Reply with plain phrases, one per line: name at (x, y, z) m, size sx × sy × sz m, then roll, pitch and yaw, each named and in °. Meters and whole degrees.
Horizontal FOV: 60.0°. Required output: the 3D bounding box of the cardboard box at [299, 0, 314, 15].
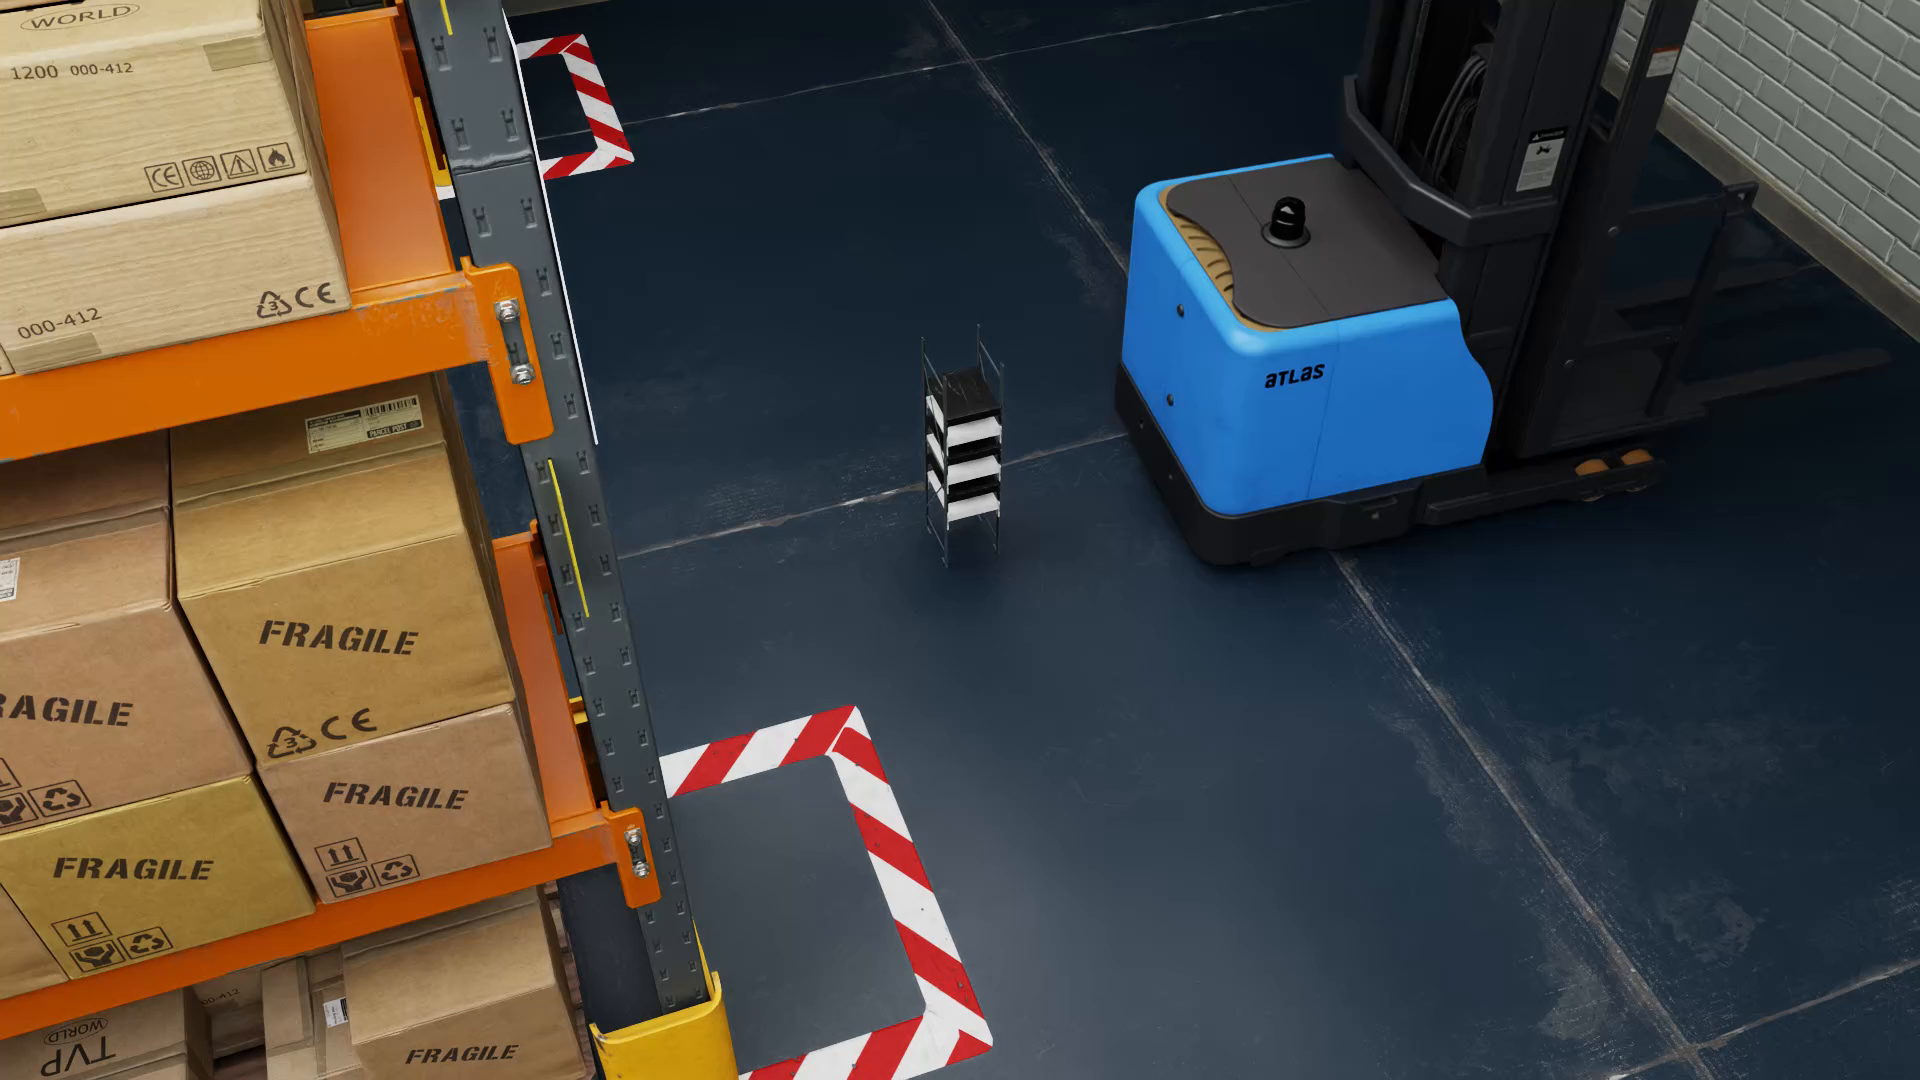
cardboard box at (-3.156, -2.576, 7.710) m, size 0.250 × 0.149 × 0.380 m, roll -14°, pitch 47°, yaw -14°

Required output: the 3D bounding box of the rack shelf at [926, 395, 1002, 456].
rack shelf at (0.008, -0.423, 5.829) m, size 0.200 × 0.077 × 0.258 m, roll -14°, pitch 47°, yaw -14°

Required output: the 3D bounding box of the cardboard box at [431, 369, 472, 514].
cardboard box at (-1.403, -0.311, 3.665) m, size 0.500 × 0.500 × 0.500 m, roll -13°, pitch 47°, yaw -13°

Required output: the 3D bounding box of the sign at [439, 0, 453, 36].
sign at (-0.726, -0.850, 2.237) m, size 0.005 × 0.325 × 0.100 m, roll -14°, pitch 47°, yaw -14°

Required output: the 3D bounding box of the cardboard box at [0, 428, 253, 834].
cardboard box at (-1.696, 0.171, 3.186) m, size 0.500 × 0.500 × 0.500 m, roll -13°, pitch 47°, yaw -13°

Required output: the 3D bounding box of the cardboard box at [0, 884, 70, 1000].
cardboard box at (-2.183, 0.644, 3.420) m, size 0.500 × 0.500 × 0.500 m, roll -14°, pitch 47°, yaw -14°

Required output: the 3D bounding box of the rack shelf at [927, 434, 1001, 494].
rack shelf at (0.008, -0.296, 5.957) m, size 0.200 × 0.077 × 0.258 m, roll -14°, pitch 47°, yaw -14°

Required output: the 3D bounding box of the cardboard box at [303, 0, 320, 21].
cardboard box at (-3.206, -2.184, 7.777) m, size 0.500 × 0.500 × 0.700 m, roll -14°, pitch 47°, yaw -14°

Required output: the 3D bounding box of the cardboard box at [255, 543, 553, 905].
cardboard box at (-1.225, 0.400, 3.663) m, size 0.500 × 0.500 × 0.500 m, roll -13°, pitch 47°, yaw -13°

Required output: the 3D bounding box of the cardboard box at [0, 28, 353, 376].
cardboard box at (-1.290, -0.560, 2.679) m, size 0.500 × 0.250 × 0.500 m, roll -14°, pitch 47°, yaw -14°

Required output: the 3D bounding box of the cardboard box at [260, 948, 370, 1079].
cardboard box at (-1.735, 1.324, 4.503) m, size 0.250 × 0.166 × 0.380 m, roll -14°, pitch 47°, yaw -14°

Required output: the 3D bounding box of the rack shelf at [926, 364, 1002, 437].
rack shelf at (0.008, -0.487, 5.766) m, size 0.200 × 0.077 × 0.258 m, roll -14°, pitch 47°, yaw -14°

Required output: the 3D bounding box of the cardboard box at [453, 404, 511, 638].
cardboard box at (-1.403, 0.042, 4.019) m, size 0.500 × 0.500 × 0.500 m, roll -13°, pitch 47°, yaw -13°

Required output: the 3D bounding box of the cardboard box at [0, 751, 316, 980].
cardboard box at (-1.712, 0.527, 3.536) m, size 0.500 × 0.500 × 0.500 m, roll -14°, pitch 47°, yaw -14°

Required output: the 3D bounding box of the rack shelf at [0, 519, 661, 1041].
rack shelf at (-2.777, 0.882, 3.762) m, size 4.000 × 0.370 × 1.077 m, roll -14°, pitch 47°, yaw -14°

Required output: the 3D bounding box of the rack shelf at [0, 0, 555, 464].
rack shelf at (-2.777, -0.177, 2.699) m, size 4.000 × 0.370 × 1.077 m, roll -14°, pitch 47°, yaw -14°

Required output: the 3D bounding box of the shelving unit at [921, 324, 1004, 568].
shelving unit at (0.008, -0.320, 5.933) m, size 0.210 × 0.900 × 0.258 m, roll -14°, pitch 47°, yaw -14°

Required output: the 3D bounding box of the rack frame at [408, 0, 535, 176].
rack frame at (-0.896, -1.971, 1.861) m, size 0.127 × 3.000 × 1.000 m, roll -14°, pitch 47°, yaw -14°

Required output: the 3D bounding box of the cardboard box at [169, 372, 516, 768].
cardboard box at (-1.221, 0.049, 3.307) m, size 0.500 × 0.500 × 0.500 m, roll -15°, pitch 47°, yaw -14°

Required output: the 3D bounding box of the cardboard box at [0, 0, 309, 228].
cardboard box at (-1.293, -0.742, 2.507) m, size 0.500 × 0.250 × 0.500 m, roll -14°, pitch 47°, yaw -14°

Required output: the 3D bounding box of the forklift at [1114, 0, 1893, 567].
forklift at (2.195, -1.531, 5.707) m, size 3.031 × 2.935 × 1.130 m, roll -12°, pitch 46°, yaw -11°

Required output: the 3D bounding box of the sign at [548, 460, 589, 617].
sign at (-0.726, 0.001, 3.091) m, size 0.005 × 0.325 × 0.100 m, roll -14°, pitch 47°, yaw -14°

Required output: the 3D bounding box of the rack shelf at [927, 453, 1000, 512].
rack shelf at (0.008, -0.233, 6.021) m, size 0.200 × 0.077 × 0.258 m, roll -14°, pitch 47°, yaw -14°

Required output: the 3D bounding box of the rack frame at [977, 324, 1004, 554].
rack frame at (0.103, -0.344, 5.958) m, size 0.006 × 0.900 × 0.240 m, roll -14°, pitch 47°, yaw -14°

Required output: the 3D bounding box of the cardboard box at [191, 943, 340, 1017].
cardboard box at (-1.974, 1.024, 4.742) m, size 0.500 × 0.250 × 0.500 m, roll -14°, pitch 47°, yaw -14°

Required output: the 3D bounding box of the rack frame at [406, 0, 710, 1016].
rack frame at (-0.896, 0.147, 3.986) m, size 0.127 × 3.000 × 1.000 m, roll -14°, pitch 47°, yaw -14°

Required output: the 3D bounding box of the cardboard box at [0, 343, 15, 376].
cardboard box at (-1.764, -0.447, 2.566) m, size 0.500 × 0.250 × 0.500 m, roll -14°, pitch 47°, yaw -14°

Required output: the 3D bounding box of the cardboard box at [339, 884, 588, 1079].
cardboard box at (-1.324, 1.169, 4.422) m, size 0.500 × 0.500 × 0.500 m, roll -14°, pitch 47°, yaw -14°

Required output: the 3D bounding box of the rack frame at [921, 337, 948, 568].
rack frame at (-0.088, -0.295, 5.909) m, size 0.006 × 0.900 × 0.240 m, roll -14°, pitch 47°, yaw -14°

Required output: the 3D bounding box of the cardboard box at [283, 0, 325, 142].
cardboard box at (-1.465, -0.905, 3.022) m, size 0.500 × 0.250 × 0.500 m, roll -14°, pitch 47°, yaw -14°

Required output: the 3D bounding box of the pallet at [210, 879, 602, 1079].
pallet at (-1.717, 1.342, 4.764) m, size 1.213 × 0.211 × 1.003 m, roll -14°, pitch 47°, yaw -14°

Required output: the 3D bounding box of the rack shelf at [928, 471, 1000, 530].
rack shelf at (0.008, -0.169, 6.084) m, size 0.200 × 0.077 × 0.258 m, roll -14°, pitch 47°, yaw -14°

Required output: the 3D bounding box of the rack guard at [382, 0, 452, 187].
rack guard at (-2.559, -2.276, 8.165) m, size 0.348 × 0.500 × 1.175 m, roll -14°, pitch 47°, yaw -14°

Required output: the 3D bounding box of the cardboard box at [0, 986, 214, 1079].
cardboard box at (-2.227, 1.465, 4.302) m, size 0.500 × 0.250 × 0.500 m, roll -14°, pitch 47°, yaw -14°

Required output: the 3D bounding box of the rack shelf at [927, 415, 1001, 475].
rack shelf at (0.008, -0.360, 5.893) m, size 0.200 × 0.077 × 0.258 m, roll -14°, pitch 47°, yaw -14°

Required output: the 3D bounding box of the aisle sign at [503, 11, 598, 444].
aisle sign at (-0.728, -0.583, 2.878) m, size 0.004 × 0.787 × 0.394 m, roll -14°, pitch 47°, yaw -14°

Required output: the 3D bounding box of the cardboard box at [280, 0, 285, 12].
cardboard box at (-1.468, -1.086, 2.849) m, size 0.500 × 0.250 × 0.500 m, roll -14°, pitch 47°, yaw -14°

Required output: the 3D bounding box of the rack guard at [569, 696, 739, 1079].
rack guard at (-0.967, 1.047, 4.853) m, size 0.348 × 0.500 × 1.175 m, roll -14°, pitch 47°, yaw -14°
